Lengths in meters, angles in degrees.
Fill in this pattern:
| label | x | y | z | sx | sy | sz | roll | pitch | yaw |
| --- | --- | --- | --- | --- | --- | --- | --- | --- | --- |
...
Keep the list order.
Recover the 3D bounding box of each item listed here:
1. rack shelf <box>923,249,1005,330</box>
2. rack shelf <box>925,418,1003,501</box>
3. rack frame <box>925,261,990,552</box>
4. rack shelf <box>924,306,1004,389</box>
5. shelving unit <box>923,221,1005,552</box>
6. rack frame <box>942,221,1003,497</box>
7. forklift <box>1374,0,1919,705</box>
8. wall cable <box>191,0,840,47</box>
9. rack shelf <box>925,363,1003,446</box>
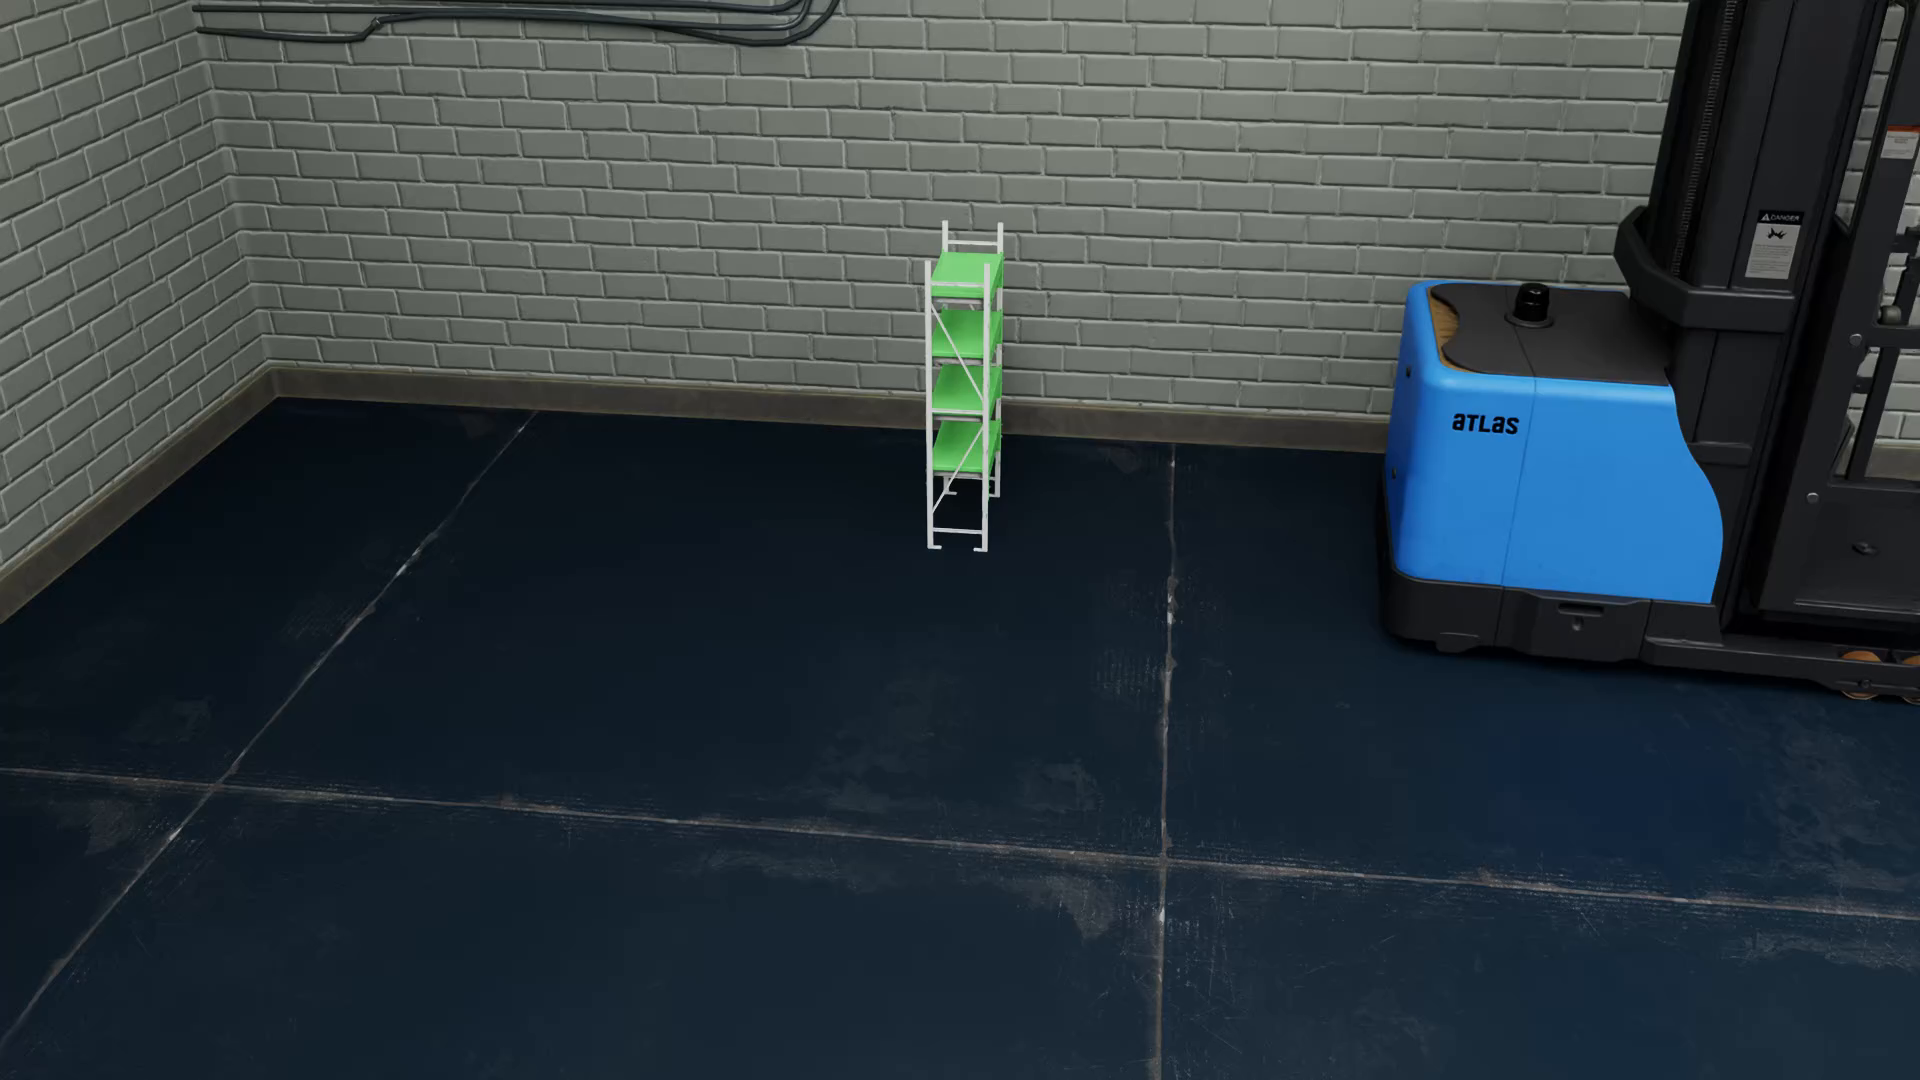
| label | x | y | z | sx | sy | sz | roll | pitch | yaw |
| --- | --- | --- | --- | --- | --- | --- | --- | --- | --- |
| rack shelf | 0.020 | -0.972 | 6.413 | 0.258 | 0.148 | 0.480 | 3 | 28 | 6 |
| rack shelf | 0.020 | -0.339 | 6.754 | 0.258 | 0.148 | 0.480 | 3 | 28 | 6 |
| rack frame | -0.010 | -0.491 | 6.397 | 0.240 | 1.200 | 0.015 | 3 | 28 | 6 |
| rack shelf | 0.020 | -0.761 | 6.527 | 0.258 | 0.148 | 0.480 | 3 | 28 | 6 |
| shelving unit | 0.020 | -0.606 | 6.610 | 0.258 | 1.200 | 0.503 | 3 | 28 | 6 |
| rack frame | 0.050 | -0.721 | 6.823 | 0.240 | 1.200 | 0.015 | 3 | 28 | 6 |
| forklift | 3.103 | -0.998 | 5.512 | 3.031 | 2.935 | 1.130 | 5 | 29 | 9 |
| wall cable | -1.969 | -3.202 | 6.479 | 3.097 | 2.526 | 0.112 | 3 | 28 | 6 |
| rack shelf | 0.020 | -0.550 | 6.640 | 0.258 | 0.148 | 0.480 | 3 | 28 | 6 |
